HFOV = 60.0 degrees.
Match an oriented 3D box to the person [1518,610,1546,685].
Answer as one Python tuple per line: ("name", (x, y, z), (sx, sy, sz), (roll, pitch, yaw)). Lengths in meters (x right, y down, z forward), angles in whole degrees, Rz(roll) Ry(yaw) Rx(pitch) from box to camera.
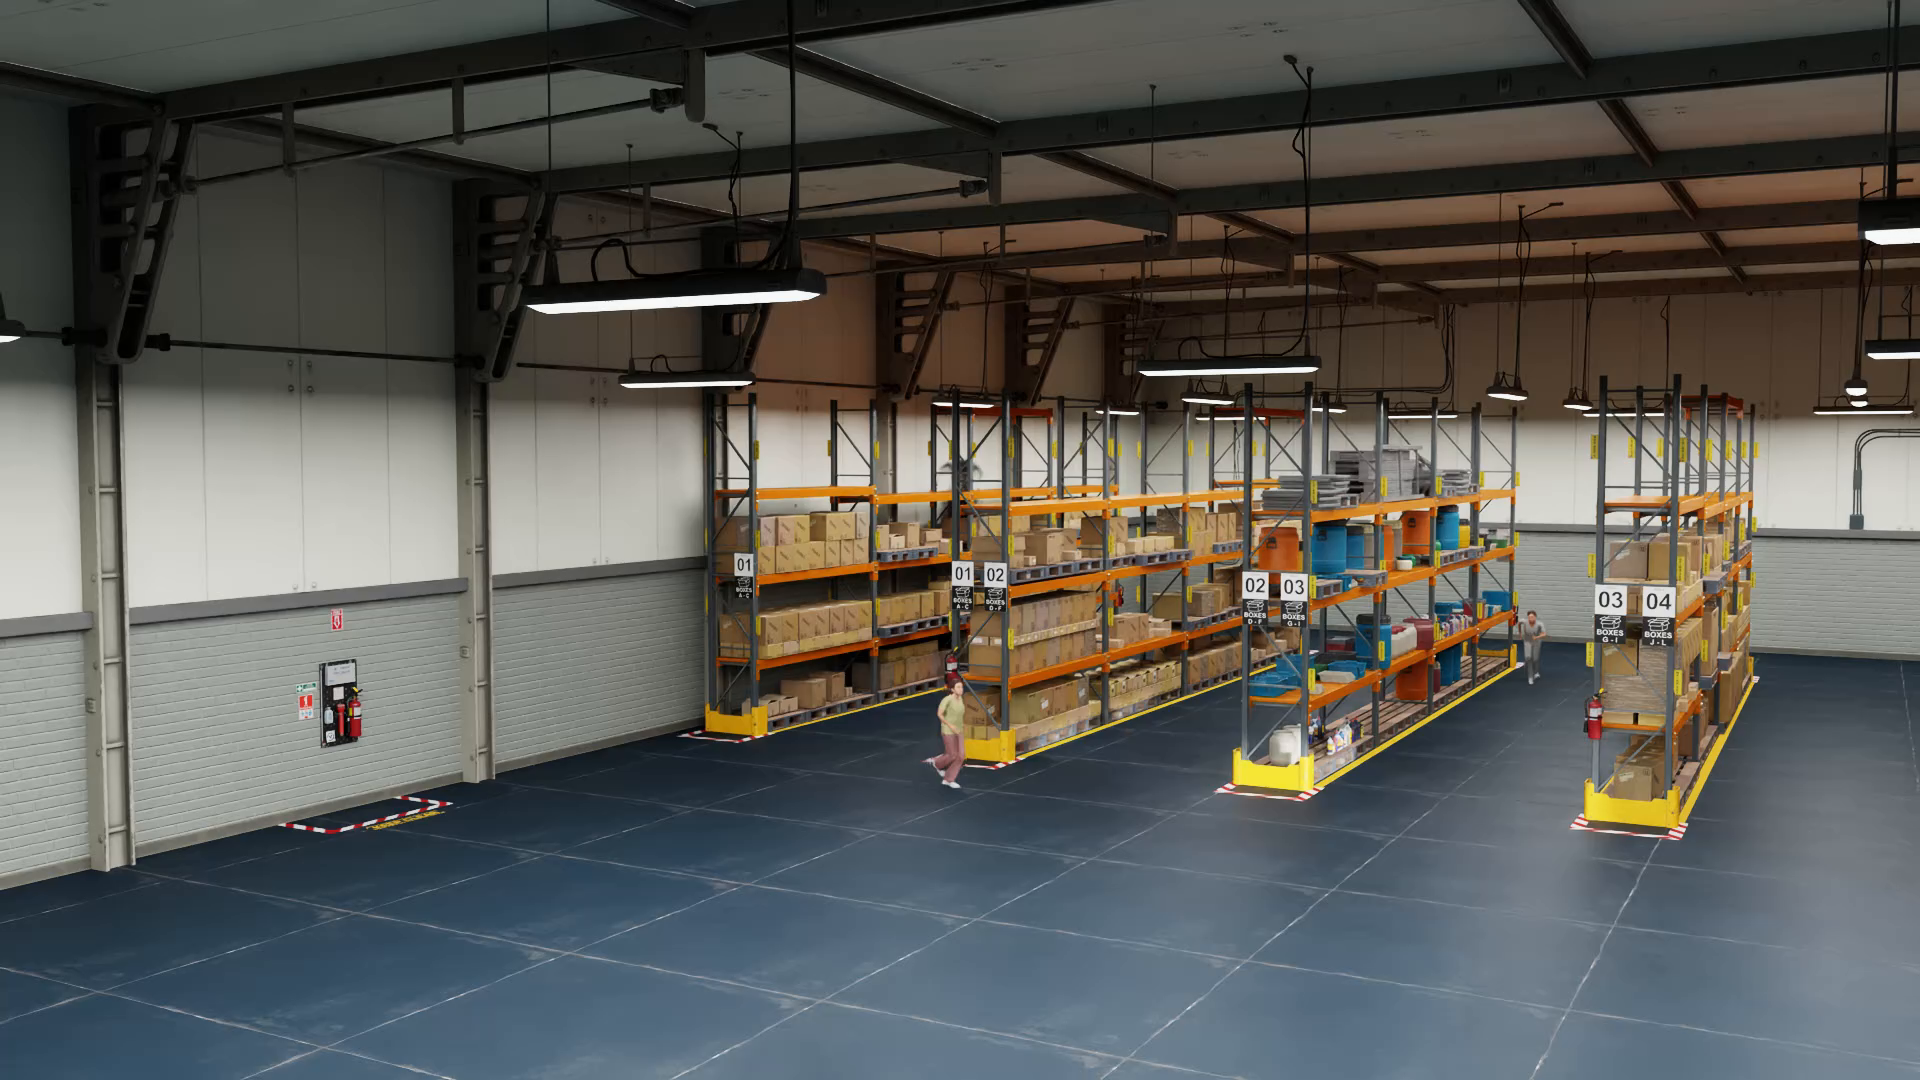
("person", (12.353, 2.299, 35.889), (0.605, 1.622, 0.956), (1, 3, 26))

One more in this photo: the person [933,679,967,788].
("person", (-0.189, 2.865, 24.812), (0.569, 1.621, 0.627), (-3, 4, -44))
